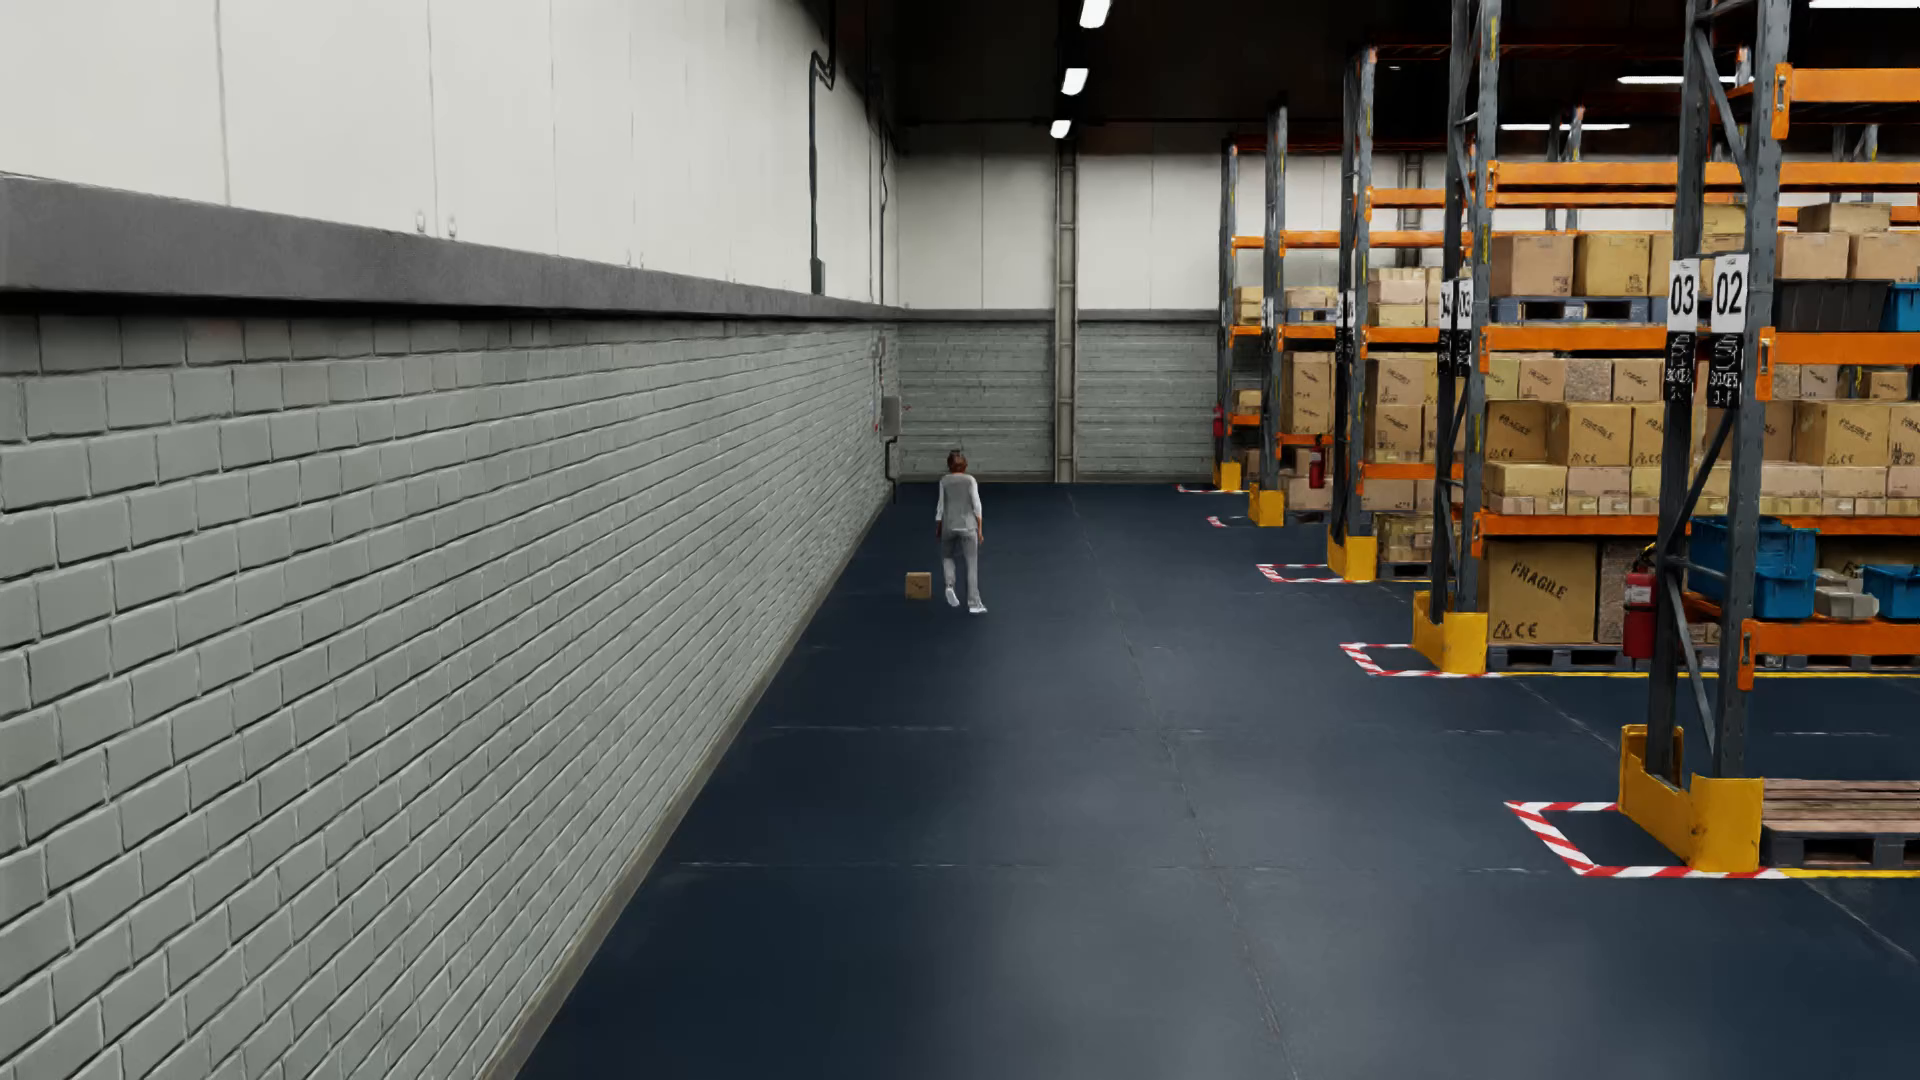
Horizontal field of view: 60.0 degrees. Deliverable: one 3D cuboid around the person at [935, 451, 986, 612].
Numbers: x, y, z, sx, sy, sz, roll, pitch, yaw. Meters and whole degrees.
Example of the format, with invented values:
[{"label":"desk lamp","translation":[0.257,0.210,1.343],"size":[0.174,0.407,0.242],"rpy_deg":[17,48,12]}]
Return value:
[{"label":"person","translation":[-0.015,-0.073,16.274],"size":[0.510,1.586,0.457],"rpy_deg":[1,8,10]}]
